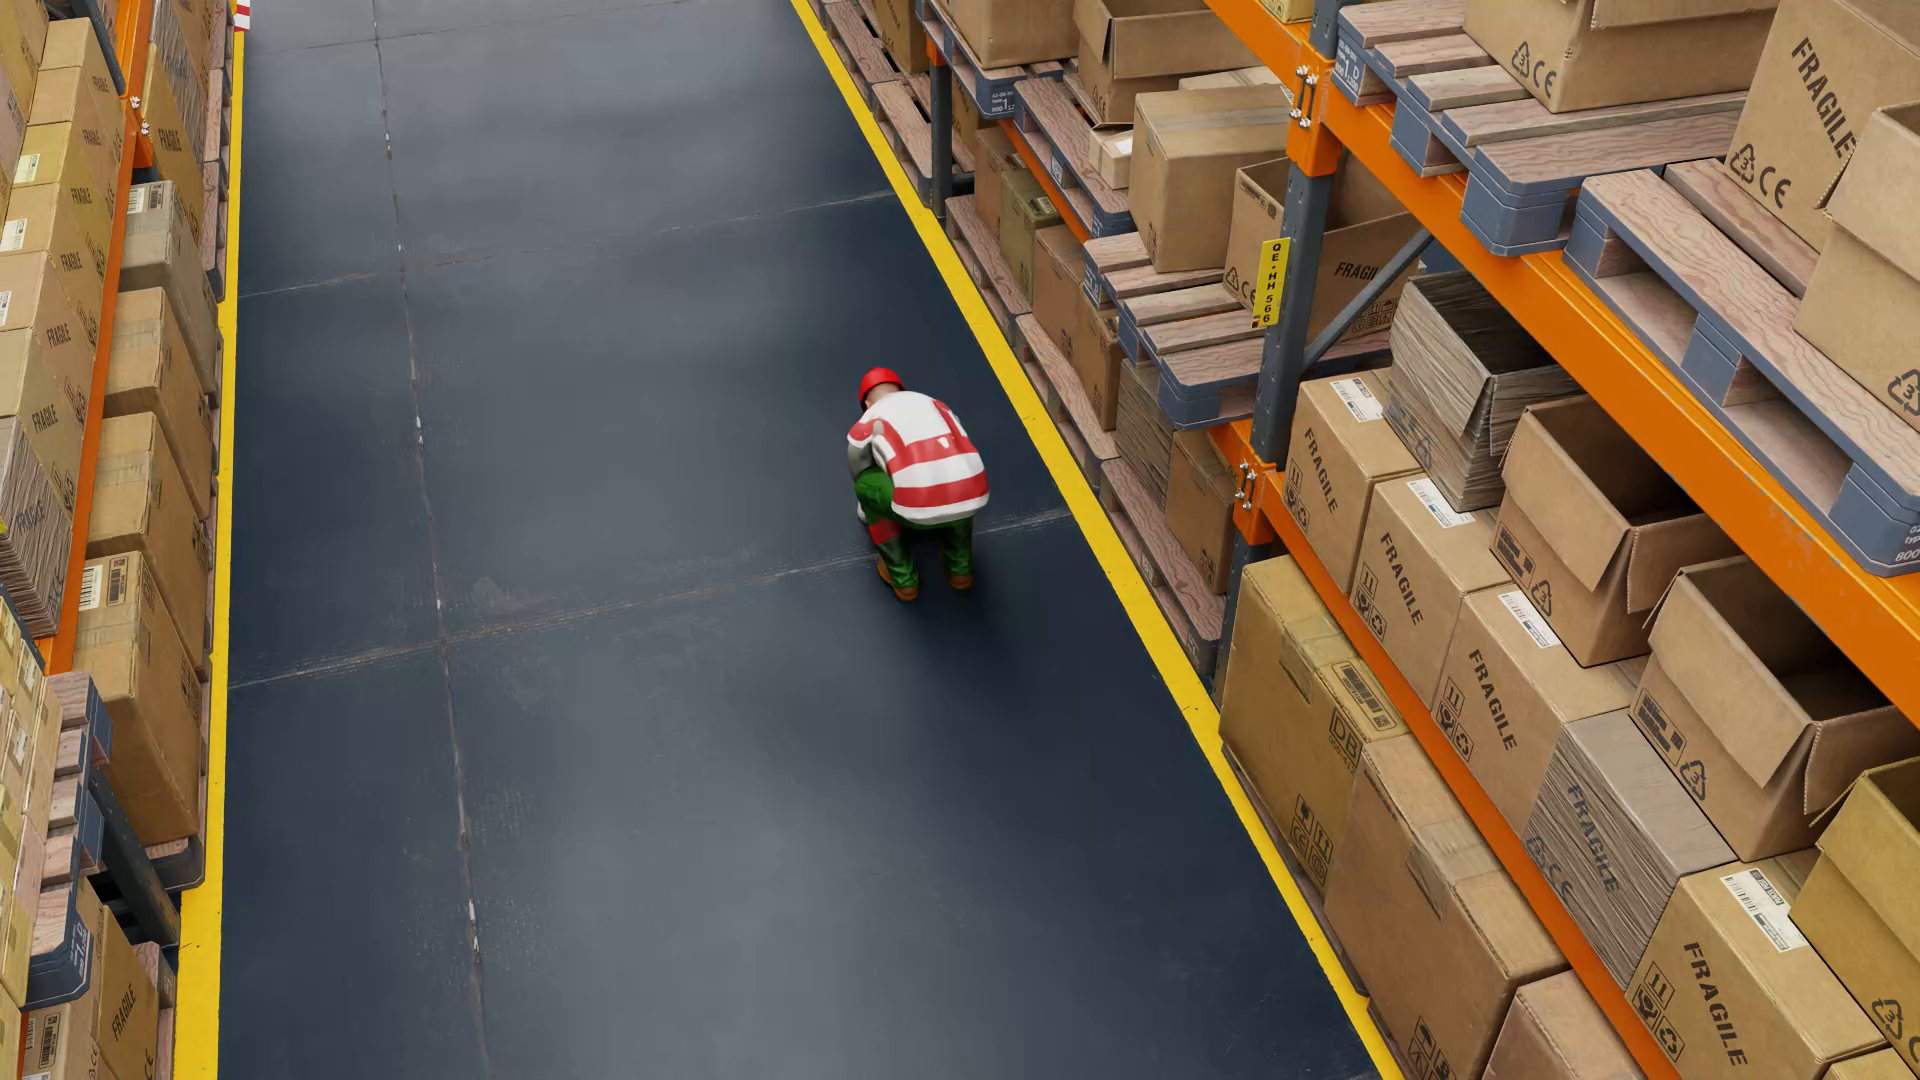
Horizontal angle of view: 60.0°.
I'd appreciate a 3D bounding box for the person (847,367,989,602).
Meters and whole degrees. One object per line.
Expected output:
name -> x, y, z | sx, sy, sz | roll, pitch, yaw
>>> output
person -> -0.199, -0.240, 7.156 | 0.529, 0.843, 0.966 | -13, 43, -14
